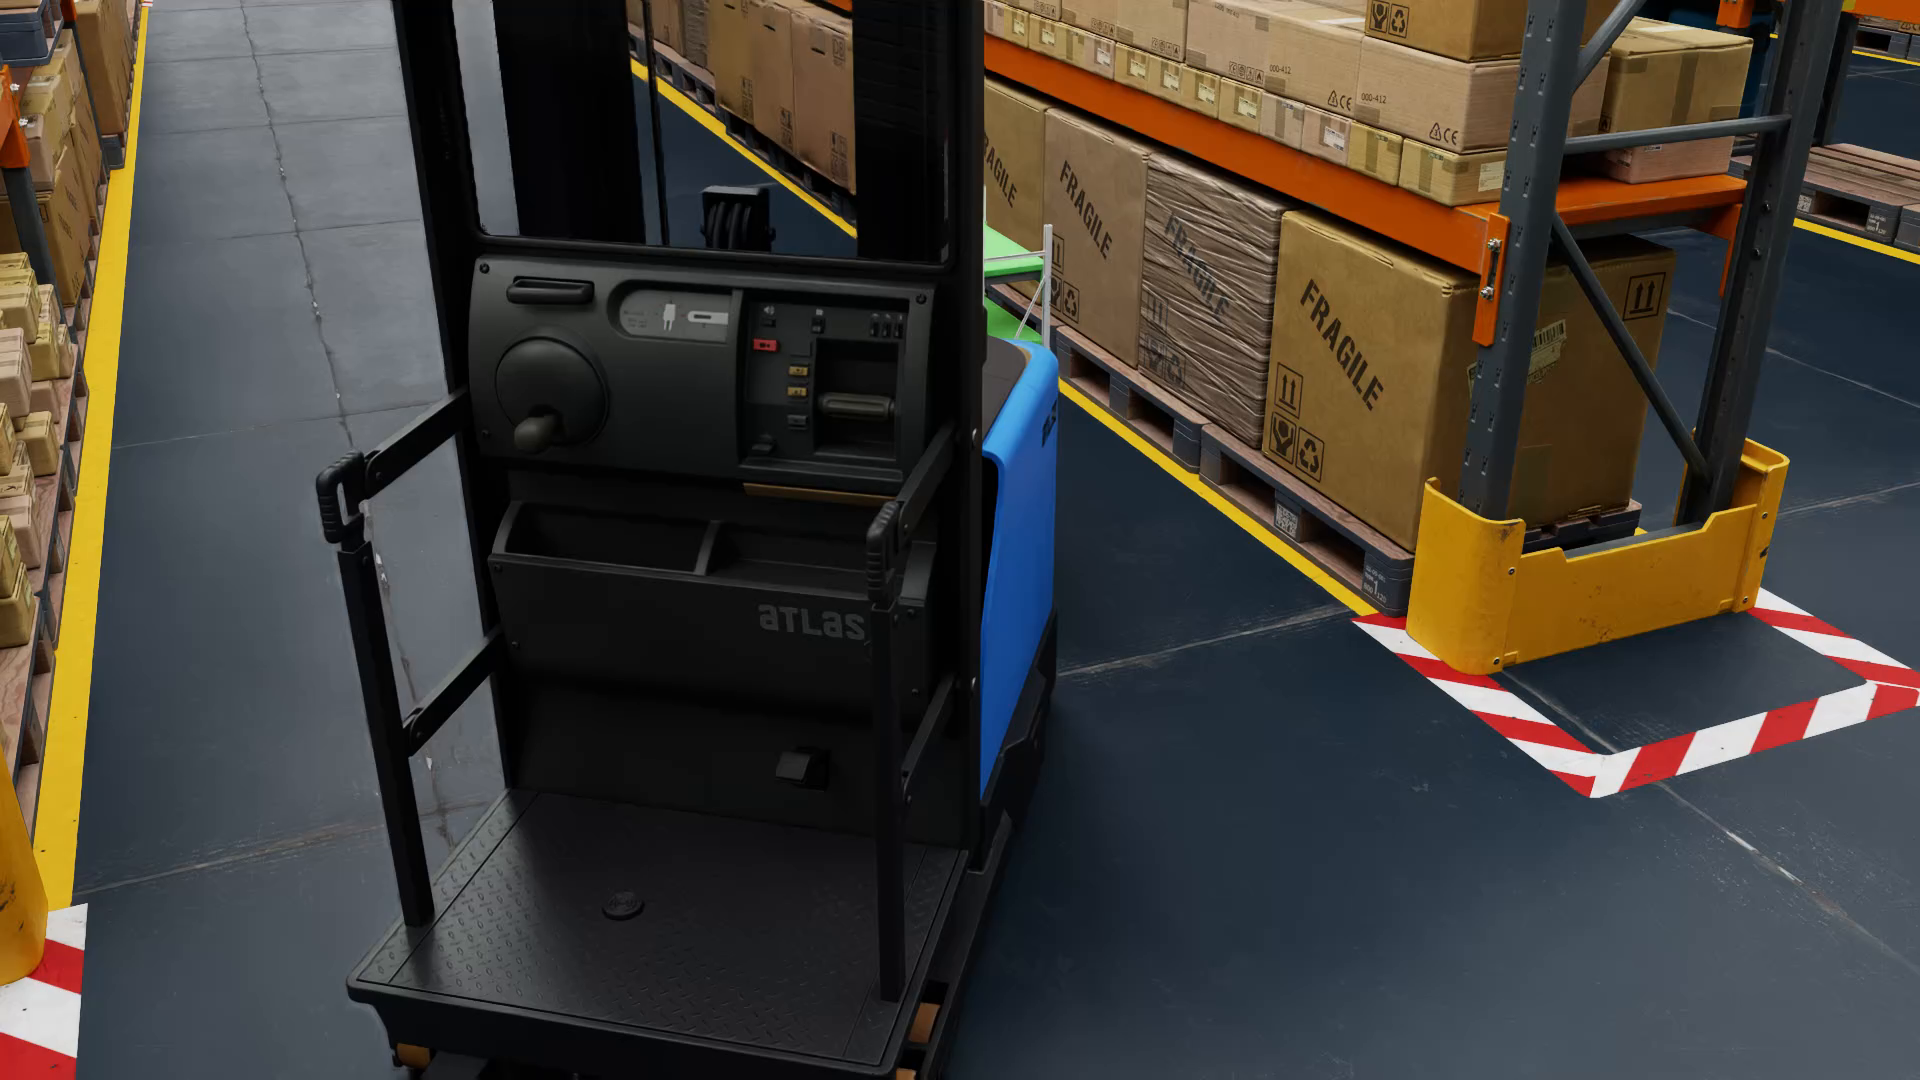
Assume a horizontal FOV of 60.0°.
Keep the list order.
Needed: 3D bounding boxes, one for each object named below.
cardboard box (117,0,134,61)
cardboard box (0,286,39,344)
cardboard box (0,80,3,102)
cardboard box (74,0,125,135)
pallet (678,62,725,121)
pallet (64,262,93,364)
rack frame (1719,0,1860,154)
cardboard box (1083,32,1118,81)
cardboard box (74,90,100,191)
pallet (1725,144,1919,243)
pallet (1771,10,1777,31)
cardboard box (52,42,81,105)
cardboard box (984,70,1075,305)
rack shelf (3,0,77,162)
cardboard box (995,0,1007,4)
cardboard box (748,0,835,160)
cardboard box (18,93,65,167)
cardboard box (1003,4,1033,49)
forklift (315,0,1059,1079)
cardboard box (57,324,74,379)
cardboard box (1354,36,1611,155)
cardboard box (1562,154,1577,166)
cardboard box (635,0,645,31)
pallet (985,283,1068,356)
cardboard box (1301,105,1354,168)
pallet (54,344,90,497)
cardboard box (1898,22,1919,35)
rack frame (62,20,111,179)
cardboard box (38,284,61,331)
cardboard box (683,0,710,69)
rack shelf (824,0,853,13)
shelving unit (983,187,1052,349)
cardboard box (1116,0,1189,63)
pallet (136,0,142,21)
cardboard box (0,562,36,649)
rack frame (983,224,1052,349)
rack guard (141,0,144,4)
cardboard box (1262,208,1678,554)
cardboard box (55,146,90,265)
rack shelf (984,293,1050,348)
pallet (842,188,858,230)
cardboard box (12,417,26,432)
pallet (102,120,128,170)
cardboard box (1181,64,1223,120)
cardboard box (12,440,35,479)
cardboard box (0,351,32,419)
[{"bbox_3d":[-7.018,-4.092,12.797,1.050,0.750,0.750,-11,28,-21],"label":"cardboard box"},{"bbox_3d":[-3.591,-0.800,6.062,0.380,0.149,0.250,-11,28,-21],"label":"cardboard box"},{"bbox_3d":[-3.682,-1.646,5.989,0.380,0.149,0.250,-11,28,-22],"label":"cardboard box"},{"bbox_3d":[-5.933,-2.973,10.506,1.050,0.750,0.750,-11,28,-21],"label":"cardboard box"},{"bbox_3d":[-1.478,-3.408,12.490,1.003,0.211,1.213,-11,28,-21],"label":"pallet"},{"bbox_3d":[-4.517,-0.980,7.517,1.003,0.211,1.213,-11,28,-21],"label":"pallet"},{"bbox_3d":[4.950,-3.582,9.667,1.000,3.000,0.127,-11,28,-21],"label":"rack frame"},{"bbox_3d":[0.711,-1.918,6.546,0.380,0.149,0.250,-10,28,-20],"label":"cardboard box"},{"bbox_3d":[-5.079,-2.169,9.143,0.500,0.500,0.500,-9,28,-19],"label":"cardboard box"},{"bbox_3d":[5.274,-2.039,9.685,1.003,0.211,1.213,-11,28,-21],"label":"pallet"},{"bbox_3d":[7.656,-5.132,16.021,1.003,0.211,1.213,-11,28,-21],"label":"pallet"},{"bbox_3d":[-5.060,-2.504,8.975,0.500,0.250,0.500,-10,28,-20],"label":"cardboard box"},{"bbox_3d":[0.578,-1.685,7.724,0.875,0.875,0.875,-11,28,-21],"label":"cardboard box"},{"bbox_3d":[-4.994,-2.404,8.074,1.077,0.370,4.000,-11,28,-21],"label":"rack shelf"},{"bbox_3d":[0.336,-2.562,7.411,0.500,0.250,0.500,-11,28,-22],"label":"cardboard box"},{"bbox_3d":[-0.580,-2.936,10.288,1.225,0.875,0.875,-10,28,-20],"label":"cardboard box"},{"bbox_3d":[-4.468,-1.880,7.698,0.500,0.250,0.500,-10,28,-19],"label":"cardboard box"},{"bbox_3d":[0.409,-2.229,7.183,0.380,0.149,0.250,-10,28,-19],"label":"cardboard box"},{"bbox_3d":[-0.552,-0.294,3.011,1.130,2.935,3.031,6,27,11],"label":"forklift"},{"bbox_3d":[-3.743,-0.727,6.591,0.380,0.149,0.250,-10,28,-20],"label":"cardboard box"},{"bbox_3d":[1.525,-1.332,4.892,0.500,0.250,0.500,-11,28,-21],"label":"cardboard box"},{"bbox_3d":[2.022,-1.306,5.293,0.380,0.149,0.250,-11,28,-21],"label":"cardboard box"},{"bbox_3d":[-2.350,-4.588,14.075,0.700,0.500,0.500,-11,28,-21],"label":"cardboard box"},{"bbox_3d":[0.619,-1.157,7.880,1.003,0.211,1.213,-11,28,-21],"label":"pallet"},{"bbox_3d":[1.316,-1.297,5.274,0.380,0.149,0.250,-11,28,-20],"label":"cardboard box"},{"bbox_3d":[-3.915,-0.401,6.331,1.003,0.211,1.213,-11,28,-21],"label":"pallet"},{"bbox_3d":[8.260,-4.474,13.842,0.500,0.500,0.500,-11,28,-21],"label":"cardboard box"},{"bbox_3d":[-5.777,-3.534,9.570,1.000,3.000,0.127,-11,28,-21],"label":"rack frame"},{"bbox_3d":[-3.795,-0.888,6.582,0.380,0.149,0.250,-10,28,-20],"label":"cardboard box"},{"bbox_3d":[-1.683,-3.909,12.685,0.700,0.500,0.500,-13,29,-25],"label":"cardboard box"},{"bbox_3d":[-0.390,-3.215,9.736,1.077,0.370,4.000,-11,28,-21],"label":"rack shelf"},{"bbox_3d":[0.065,-0.472,5.350,0.258,1.200,0.503,-11,28,-21],"label":"shelving unit"},{"bbox_3d":[0.920,-1.952,6.161,0.500,0.250,0.500,-11,28,-21],"label":"cardboard box"},{"bbox_3d":[-8.525,-5.201,16.163,1.003,0.211,1.213,-11,28,-21],"label":"pallet"},{"bbox_3d":[-2.835,0.209,4.675,0.380,0.149,0.250,-10,28,-20],"label":"cardboard box"},{"bbox_3d":[0.160,-0.374,5.148,0.240,1.200,0.015,-11,28,-21],"label":"rack frame"},{"bbox_3d":[-8.919,-5.650,16.753,1.175,0.500,0.348,-11,28,-21],"label":"rack guard"},{"bbox_3d":[1.635,-0.595,5.492,0.875,0.875,0.875,-11,28,-21],"label":"cardboard box"},{"bbox_3d":[-4.465,-1.542,7.860,0.500,0.500,0.500,-9,28,-18],"label":"cardboard box"},{"bbox_3d":[0.065,-0.631,5.273,0.258,0.148,0.480,-11,28,-21],"label":"rack shelf"},{"bbox_3d":[0.021,-1.776,9.148,1.003,0.211,1.213,-11,28,-21],"label":"pallet"},{"bbox_3d":[-3.430,-0.458,5.702,0.380,0.149,0.250,-10,28,-19],"label":"cardboard box"},{"bbox_3d":[-6.016,-2.612,10.860,1.003,0.211,1.213,-11,28,-21],"label":"pallet"},{"bbox_3d":[1.014,-1.607,5.909,0.380,0.149,0.250,-10,28,-20],"label":"cardboard box"},{"bbox_3d":[-3.298,-0.193,5.496,0.380,0.149,0.250,-10,28,-20],"label":"cardboard box"},{"bbox_3d":[-3.253,-0.482,5.410,0.380,0.149,0.250,-12,28,-22],"label":"cardboard box"}]
